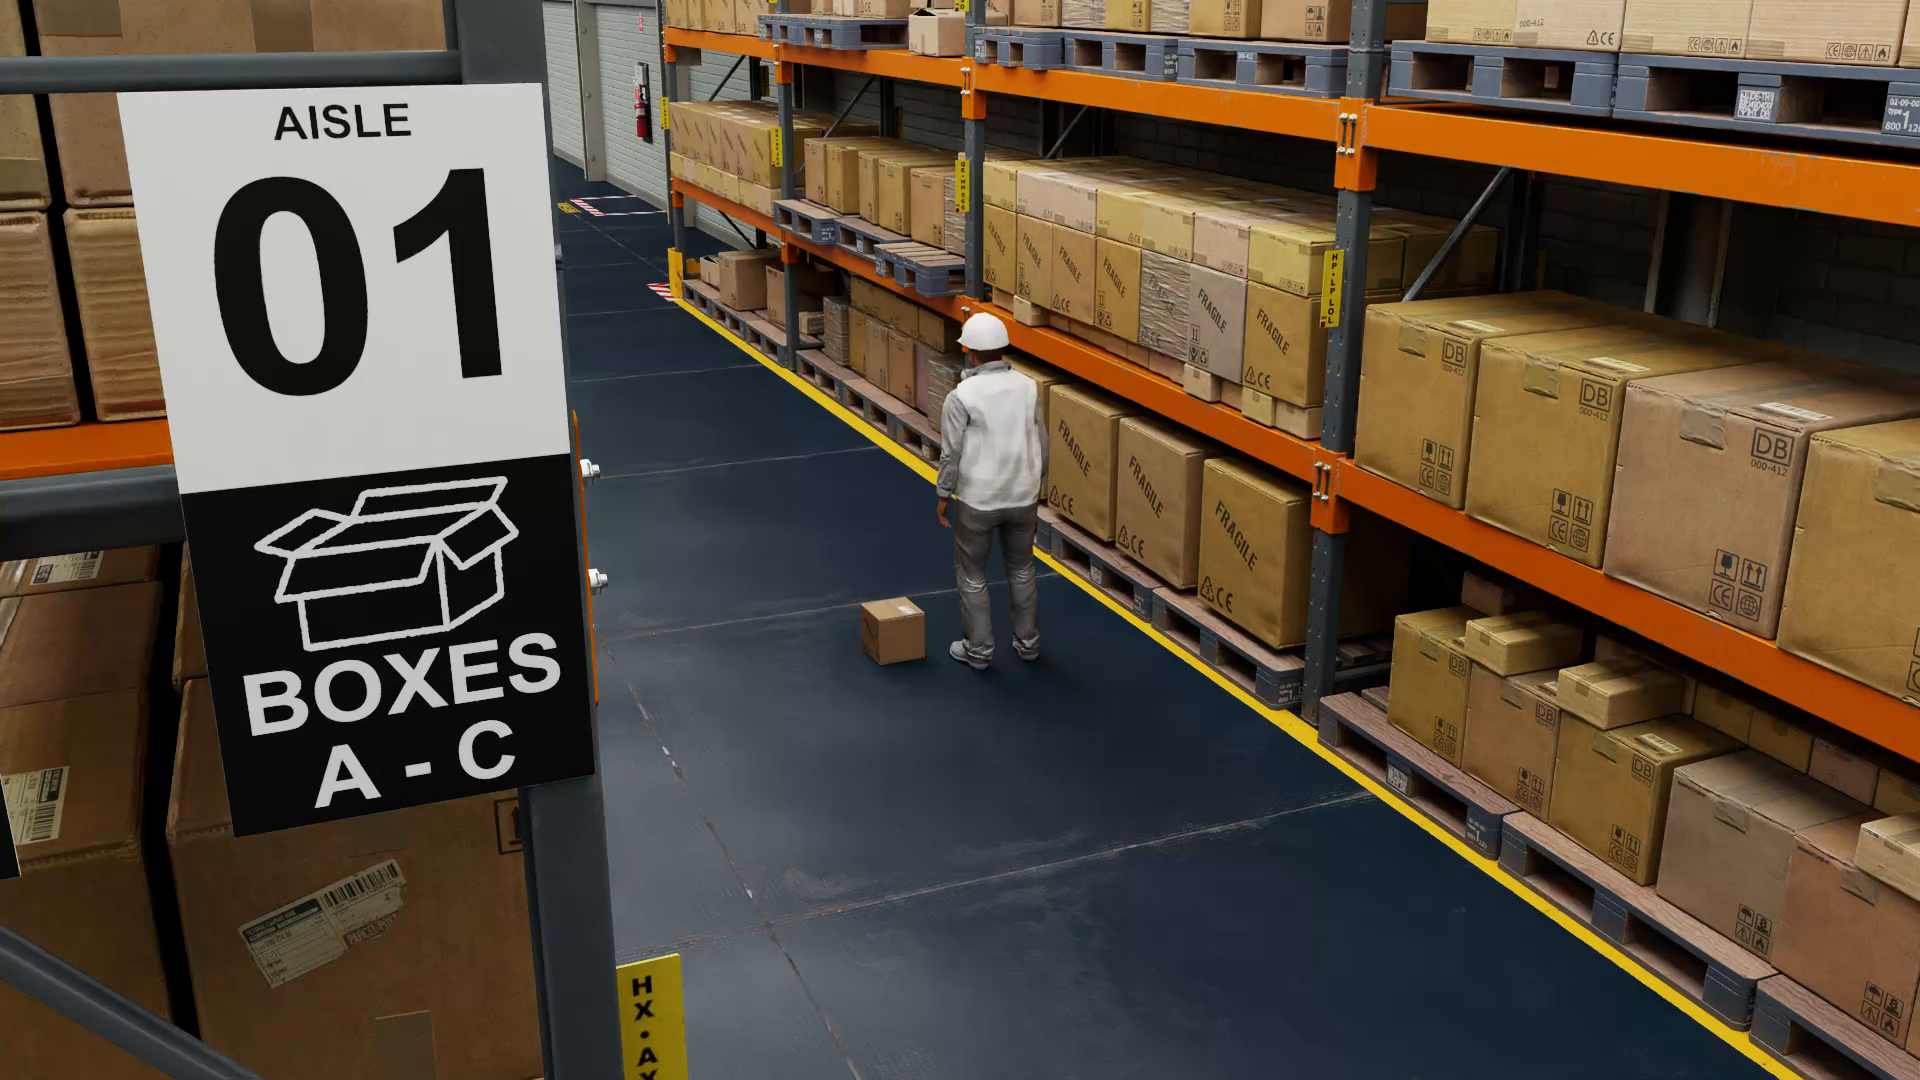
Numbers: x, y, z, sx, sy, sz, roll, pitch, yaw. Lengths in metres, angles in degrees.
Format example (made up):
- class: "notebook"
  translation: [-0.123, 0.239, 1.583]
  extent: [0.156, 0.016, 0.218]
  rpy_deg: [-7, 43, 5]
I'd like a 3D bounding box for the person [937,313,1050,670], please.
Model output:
- class: "person"
  translation: [0.161, -0.231, 8.208]
  extent: [0.589, 1.769, 0.462]
  rpy_deg: [-8, 20, -22]
